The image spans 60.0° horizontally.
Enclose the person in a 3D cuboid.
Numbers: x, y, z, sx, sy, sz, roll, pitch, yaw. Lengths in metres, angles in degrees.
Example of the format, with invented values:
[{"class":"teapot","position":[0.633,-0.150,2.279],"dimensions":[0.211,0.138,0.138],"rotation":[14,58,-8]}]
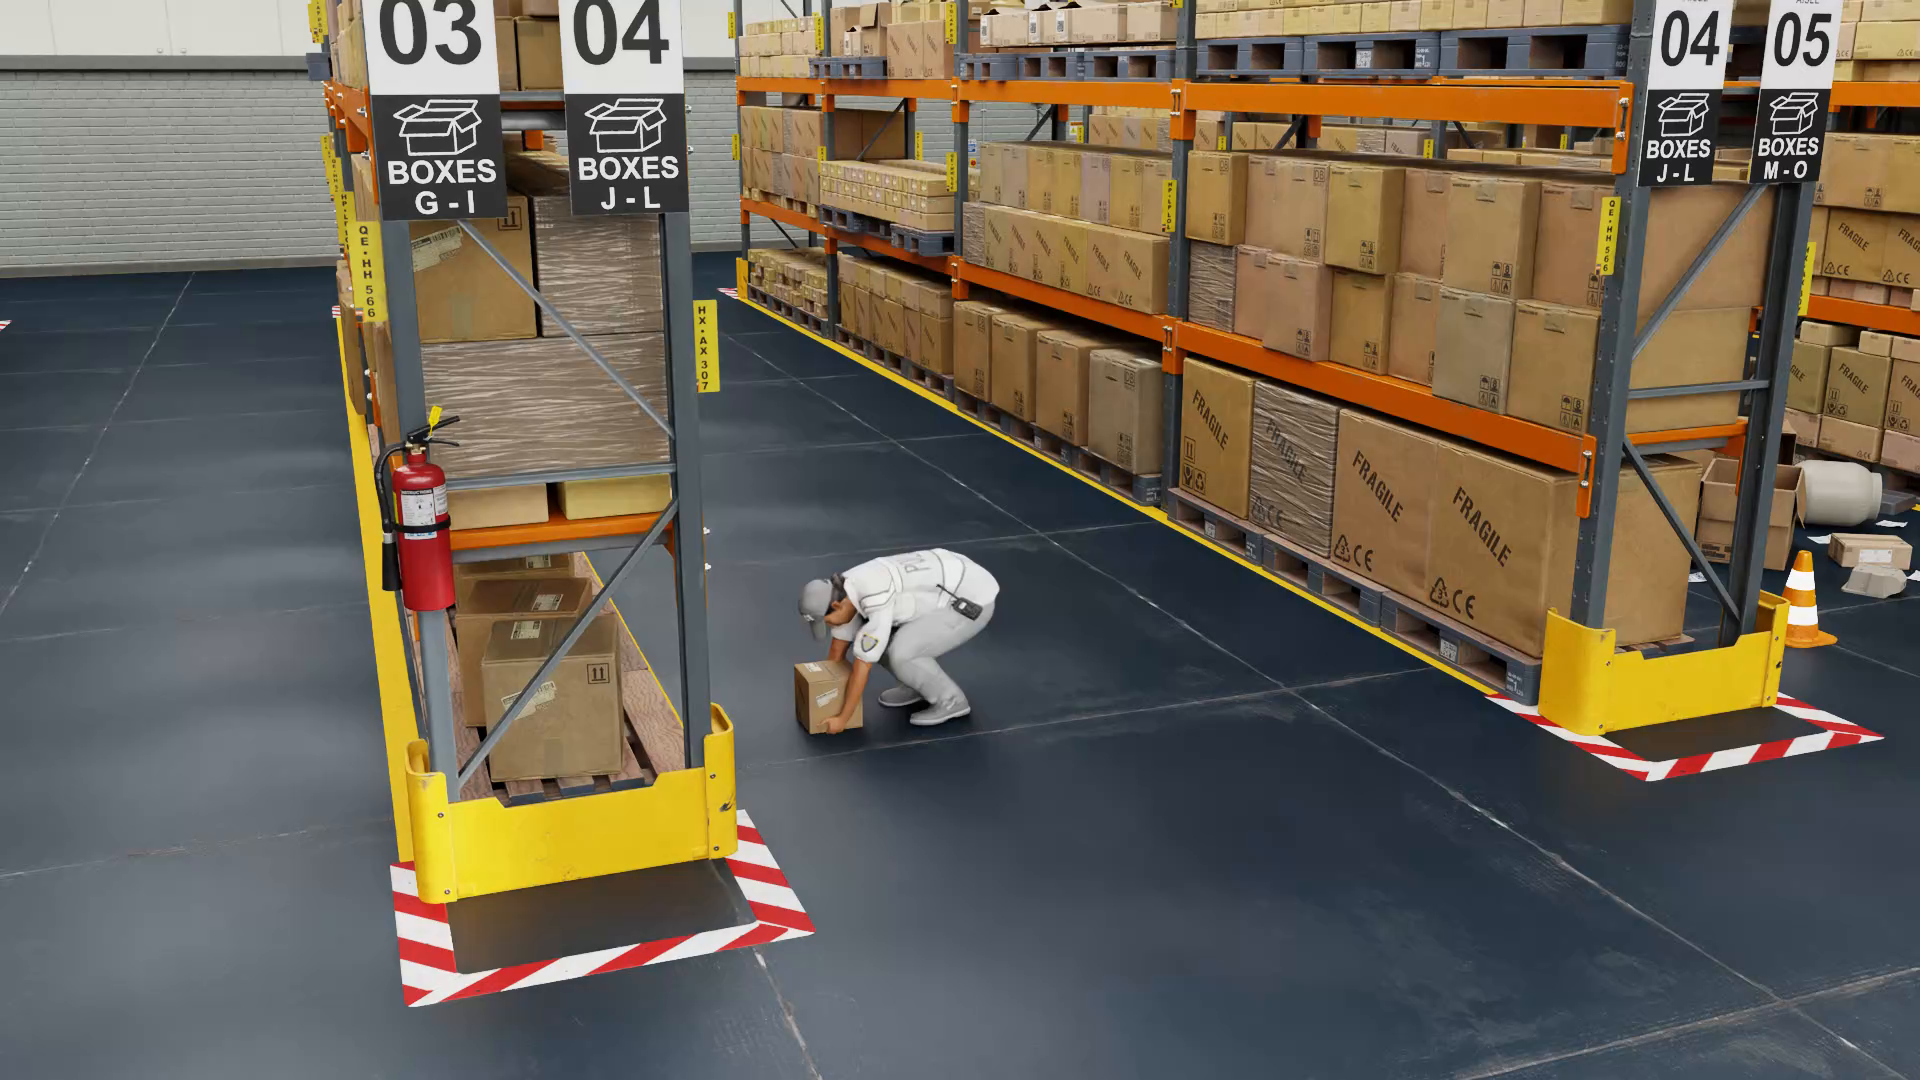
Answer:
[{"class":"person","position":[-0.284,0.453,7.623],"dimensions":[0.941,0.772,0.505],"rotation":[-6,17,-22]}]
